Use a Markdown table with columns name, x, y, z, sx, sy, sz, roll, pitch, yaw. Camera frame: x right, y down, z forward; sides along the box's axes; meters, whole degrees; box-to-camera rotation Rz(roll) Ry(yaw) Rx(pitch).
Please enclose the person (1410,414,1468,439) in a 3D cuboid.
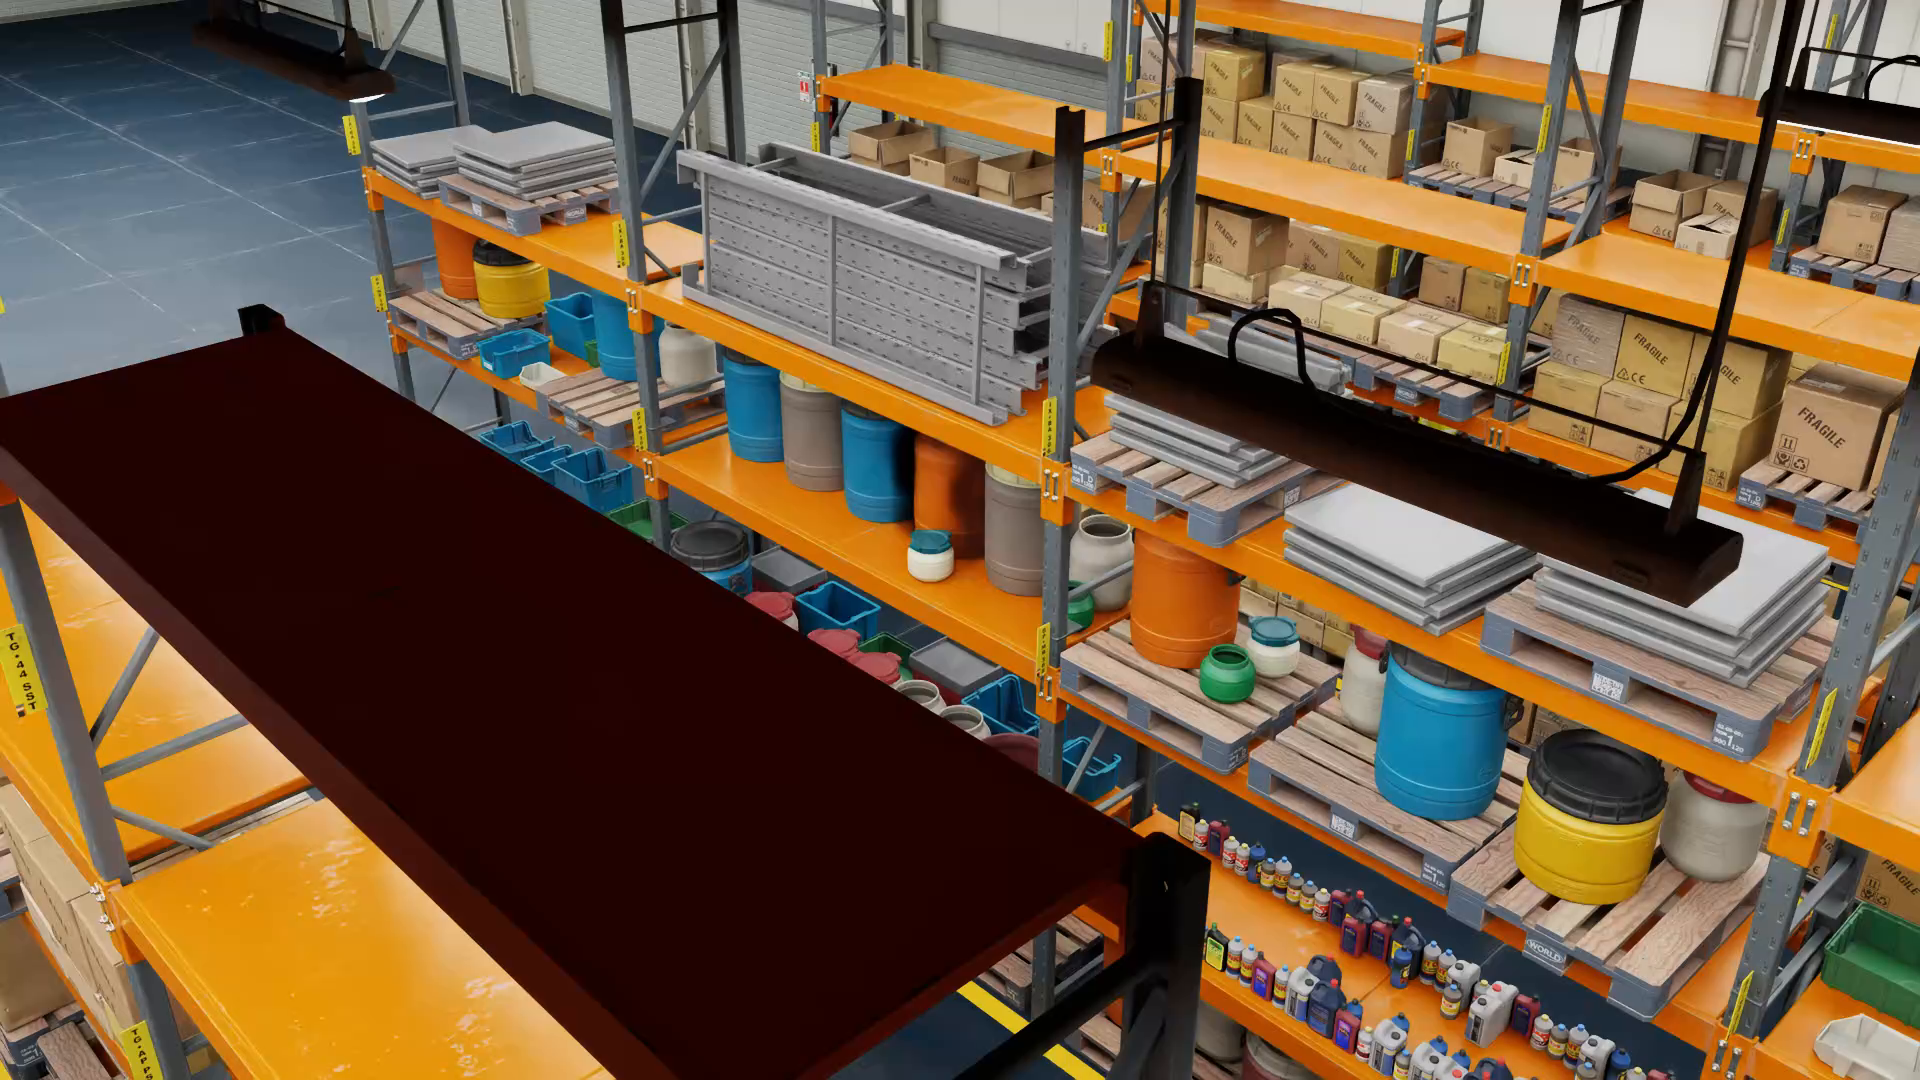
| name | x | y | z | sx | sy | sz | roll | pitch | yaw |
| --- | --- | --- | --- | --- | --- | --- | --- | --- | --- |
| person | 4.819 | -0.993 | 16.825 | 0.588 | 1.775 | 0.479 | -3 | 28 | -6 |
